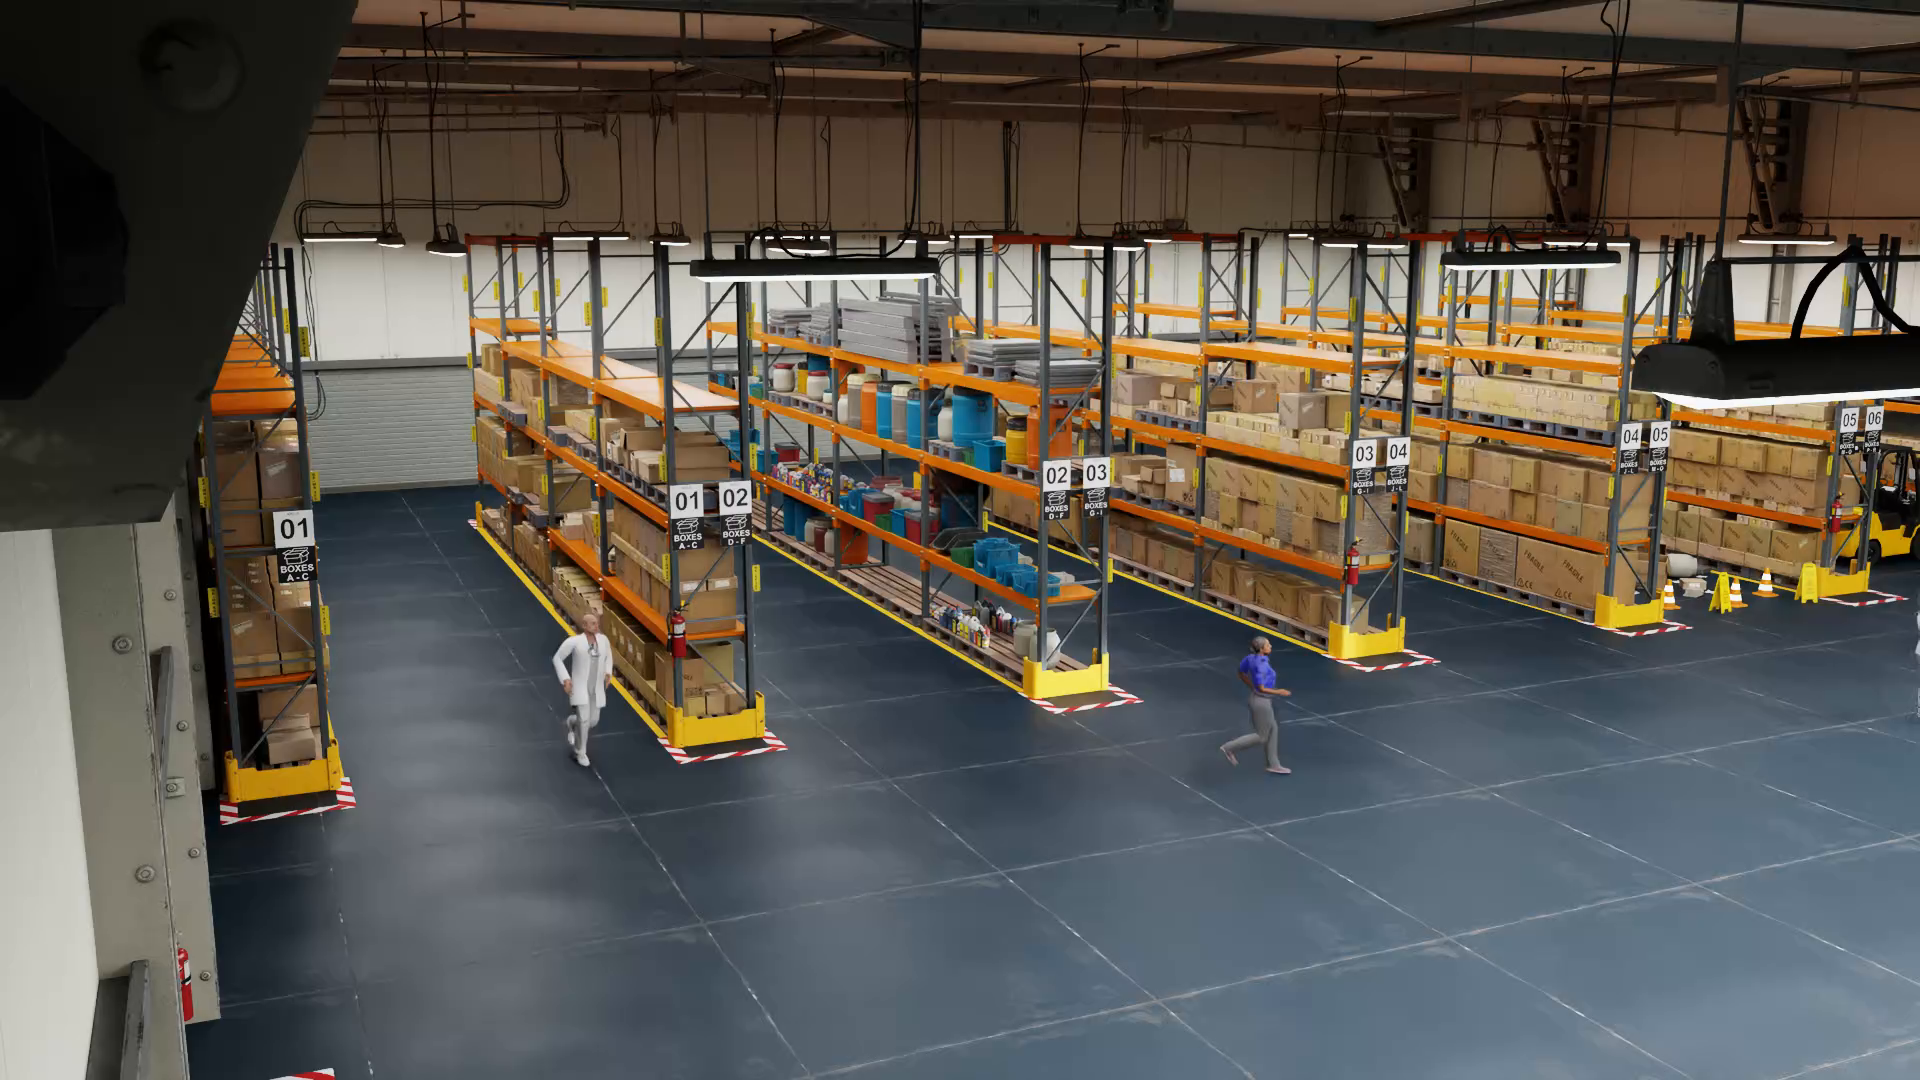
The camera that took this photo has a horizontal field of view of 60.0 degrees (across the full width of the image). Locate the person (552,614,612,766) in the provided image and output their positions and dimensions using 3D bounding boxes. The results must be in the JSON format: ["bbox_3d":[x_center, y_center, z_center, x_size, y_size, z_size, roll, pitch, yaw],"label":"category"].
[{"bbox_3d":[-4.451,1.738,19.759,0.755,1.744,0.764,-9,14,-38],"label":"person"}]

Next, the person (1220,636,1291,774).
[{"bbox_3d":[3.407,1.906,19.050,0.851,1.637,0.556,-1,11,-3],"label":"person"}]
